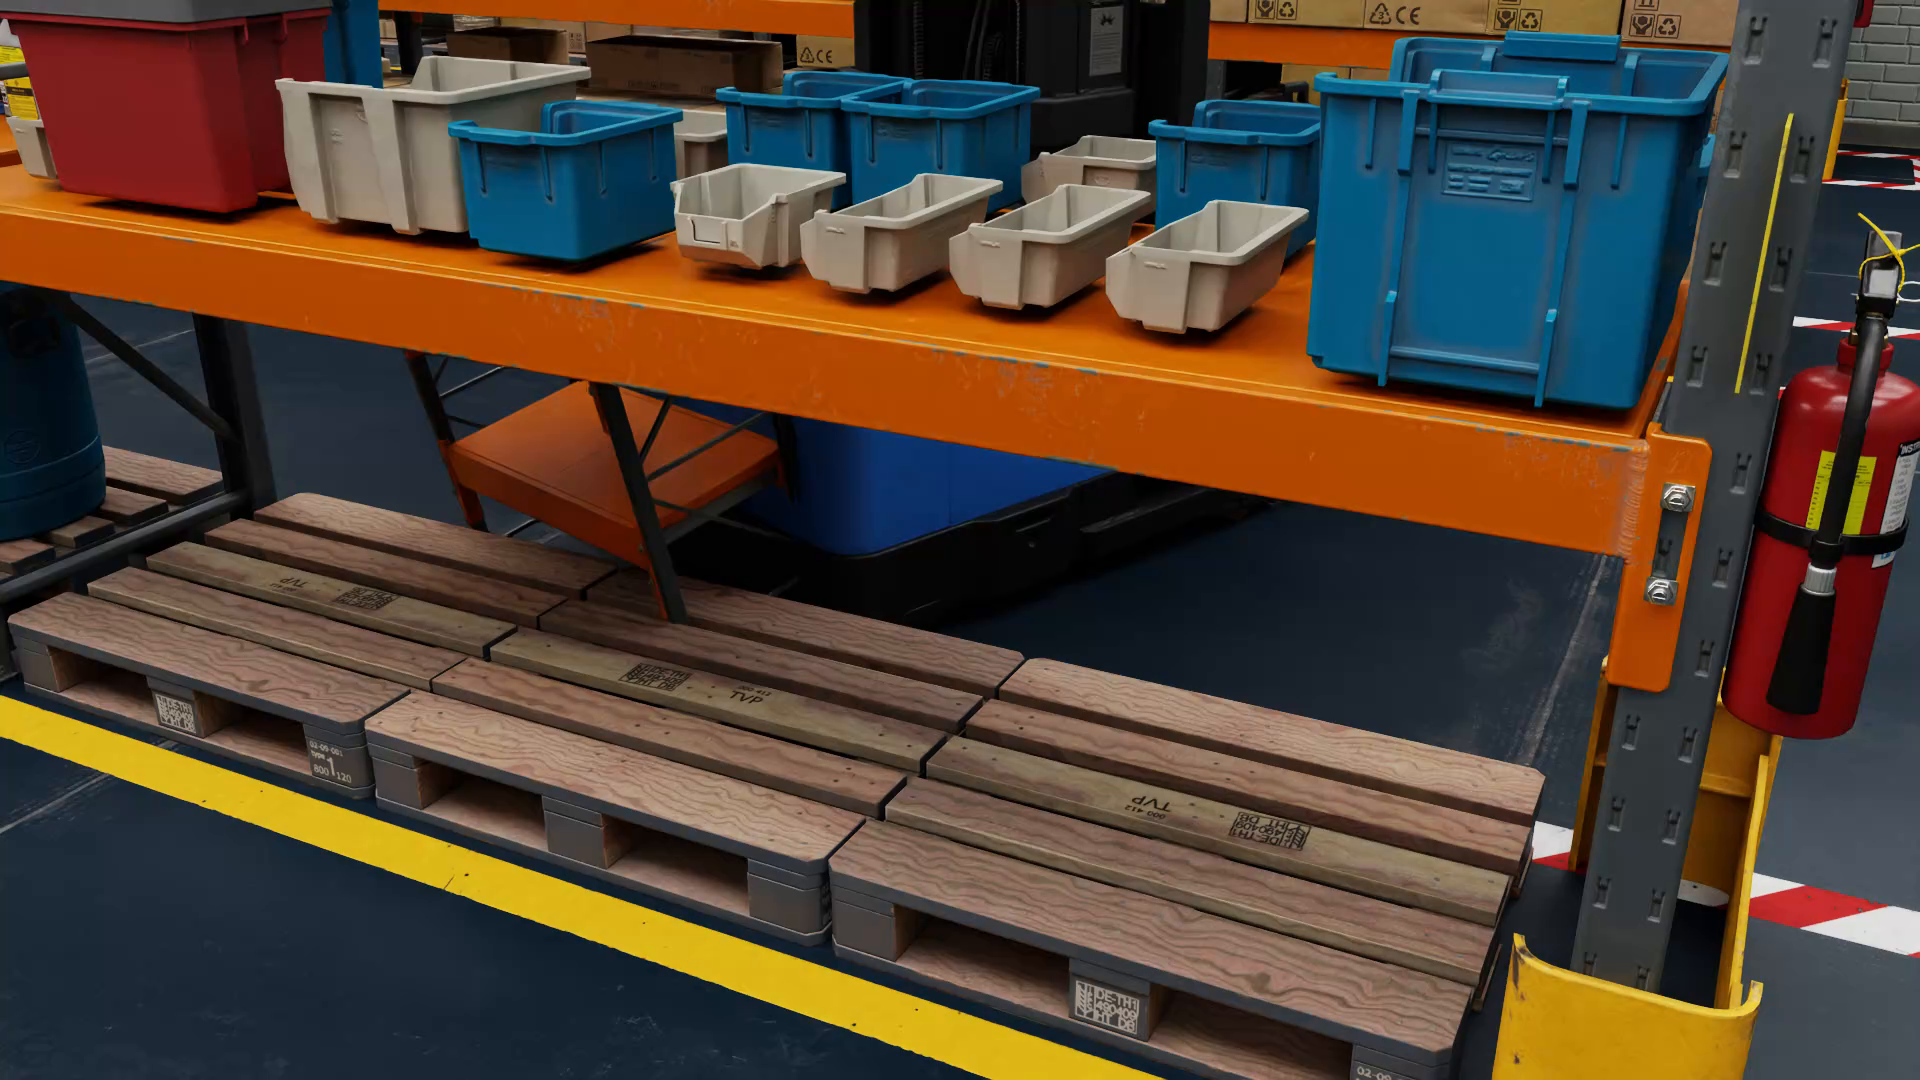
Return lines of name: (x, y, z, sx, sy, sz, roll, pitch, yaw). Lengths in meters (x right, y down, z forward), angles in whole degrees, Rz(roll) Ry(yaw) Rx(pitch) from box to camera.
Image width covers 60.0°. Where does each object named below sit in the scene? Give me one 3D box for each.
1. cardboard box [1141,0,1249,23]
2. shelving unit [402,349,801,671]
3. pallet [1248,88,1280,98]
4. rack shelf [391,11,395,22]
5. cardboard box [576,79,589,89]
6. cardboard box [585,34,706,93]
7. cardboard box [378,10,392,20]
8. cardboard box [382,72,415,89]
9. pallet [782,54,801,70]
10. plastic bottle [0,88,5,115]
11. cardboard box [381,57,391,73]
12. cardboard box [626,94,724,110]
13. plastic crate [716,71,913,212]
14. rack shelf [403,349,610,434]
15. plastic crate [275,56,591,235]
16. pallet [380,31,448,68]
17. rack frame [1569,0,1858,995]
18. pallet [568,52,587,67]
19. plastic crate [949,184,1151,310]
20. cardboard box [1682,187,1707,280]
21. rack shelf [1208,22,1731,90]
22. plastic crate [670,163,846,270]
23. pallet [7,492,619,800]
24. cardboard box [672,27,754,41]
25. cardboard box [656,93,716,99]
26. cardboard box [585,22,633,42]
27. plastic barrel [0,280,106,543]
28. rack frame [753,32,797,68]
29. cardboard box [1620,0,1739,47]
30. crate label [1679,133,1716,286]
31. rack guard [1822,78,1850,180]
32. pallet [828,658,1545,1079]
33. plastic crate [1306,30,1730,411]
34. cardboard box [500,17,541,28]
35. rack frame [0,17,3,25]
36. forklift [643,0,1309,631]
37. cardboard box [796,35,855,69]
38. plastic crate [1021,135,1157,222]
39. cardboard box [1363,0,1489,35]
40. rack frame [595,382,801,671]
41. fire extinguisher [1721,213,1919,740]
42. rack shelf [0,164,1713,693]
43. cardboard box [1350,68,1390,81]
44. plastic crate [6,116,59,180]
cardboard box: (1.115, -2.583, 7.364, 0.500, 0.500, 0.500, 11, 25, 24)
shelving unit: (-0.983, -0.366, 4.503, 1.048, 1.125, 0.538, 20, 42, 42)
pallet: (2.754, -3.187, 12.474, 1.213, 0.211, 1.003, 11, 25, 25)
rack shelf: (-5.475, -3.629, 10.871, 4.000, 0.370, 1.077, 11, 25, 25)
cardboard box: (-2.288, -2.485, 9.892, 0.500, 0.500, 0.500, 10, 25, 23)
cardboard box: (-1.783, -2.734, 9.519, 0.500, 0.250, 0.500, 11, 25, 24)
cardboard box: (-5.973, -5.266, 16.431, 0.500, 0.500, 0.500, 9, 25, 21)
cardboard box: (-3.413, -2.479, 9.879, 0.500, 0.500, 0.500, 12, 26, 27)
pallet: (-2.155, -4.193, 14.841, 1.213, 0.211, 1.003, 11, 25, 25)
plastic bottle: (-2.811, -1.381, 4.829, 0.097, 0.271, 0.097, 0, 23, 0)
cardboard box: (-4.025, -2.988, 10.704, 0.500, 0.311, 0.500, 12, 26, 26)
cardboard box: (-1.575, -2.119, 9.032, 0.500, 0.500, 0.500, 12, 26, 25)
plastic crate: (-0.304, -0.860, 3.577, 0.300, 0.233, 0.416, 11, 25, 25)
rack shelf: (-1.032, -0.614, 4.357, 1.000, 0.278, 0.538, 20, 42, 42)
plastic crate: (-1.080, -0.811, 3.398, 0.530, 0.282, 0.437, 11, 25, 25)
pallet: (-5.644, -4.867, 16.426, 1.213, 0.211, 1.003, 11, 25, 25)
rack frame: (1.211, -0.465, 2.511, 0.127, 3.000, 1.000, 11, 25, 25)
pallet: (-3.240, -4.409, 15.348, 1.213, 0.211, 1.003, 11, 25, 25)
plastic crate: (0.149, -0.509, 2.873, 0.243, 0.136, 0.396, 11, 25, 25)
cardboard box: (2.852, -1.257, 7.004, 0.500, 0.500, 0.500, 11, 25, 25)
rack shelf: (1.664, -2.217, 7.549, 4.000, 0.370, 1.077, 11, 25, 25)
plastic crate: (-0.383, -0.595, 3.077, 0.250, 0.136, 0.298, 11, 25, 25)
pallet: (-1.685, 0.228, 4.445, 1.213, 0.211, 1.003, 11, 25, 25)
cardboard box: (-2.125, -4.499, 14.628, 0.500, 0.500, 0.700, 12, 26, 25)
cardboard box: (-1.366, -2.305, 9.469, 0.500, 0.500, 0.500, 12, 26, 25)
cardboard box: (-2.988, -4.709, 15.121, 0.500, 0.500, 0.700, 11, 25, 24)
plastic barrel: (-2.837, -0.501, 4.741, 0.708, 0.901, 0.600, 11, 25, 25)
rack frame: (-1.459, -5.338, 13.969, 0.127, 3.000, 1.000, 11, 25, 25)
cardboard box: (2.926, -2.225, 6.521, 0.500, 0.500, 0.500, 12, 26, 26)
crate label: (1.139, -0.575, 2.905, 0.303, 0.233, 0.416, 11, 25, 25)
rack guard: (5.702, -2.771, 11.127, 0.348, 0.500, 1.175, 11, 25, 25)
pallet: (0.492, 0.659, 3.431, 1.213, 0.211, 1.003, 11, 25, 25)
plastic crate: (0.827, -0.503, 2.478, 0.499, 0.435, 0.616, 11, 25, 25)
cardboard box: (-3.880, -4.899, 15.568, 0.500, 0.500, 0.700, 11, 25, 24)
rack frame: (-7.260, -4.314, 11.560, 0.127, 3.000, 1.000, 11, 25, 25)
forklift: (0.479, -1.547, 5.143, 3.031, 2.935, 1.130, -20, 30, -38)
cardboard box: (-0.862, -4.366, 13.895, 0.750, 0.750, 0.750, 11, 25, 24)
plastic crate: (0.284, -0.736, 3.407, 0.298, 0.136, 0.250, 11, 25, 25)
cardboard box: (2.019, -2.405, 6.945, 0.500, 0.500, 0.500, 11, 26, 25)
rack frame: (-0.626, -0.237, 4.165, 0.032, 1.125, 0.500, 20, 42, 42)
fire extinguisher: (1.140, -0.073, 2.164, 0.183, 0.674, 0.296, 11, 25, 25)
rack shelf: (-0.574, -0.487, 3.483, 4.000, 0.370, 1.077, 11, 25, 25)
cardboard box: (3.179, -3.417, 12.109, 0.500, 0.500, 0.700, 11, 25, 24)
plastic crate: (-2.008, -0.946, 3.902, 0.243, 0.136, 0.396, 11, 25, 25)
